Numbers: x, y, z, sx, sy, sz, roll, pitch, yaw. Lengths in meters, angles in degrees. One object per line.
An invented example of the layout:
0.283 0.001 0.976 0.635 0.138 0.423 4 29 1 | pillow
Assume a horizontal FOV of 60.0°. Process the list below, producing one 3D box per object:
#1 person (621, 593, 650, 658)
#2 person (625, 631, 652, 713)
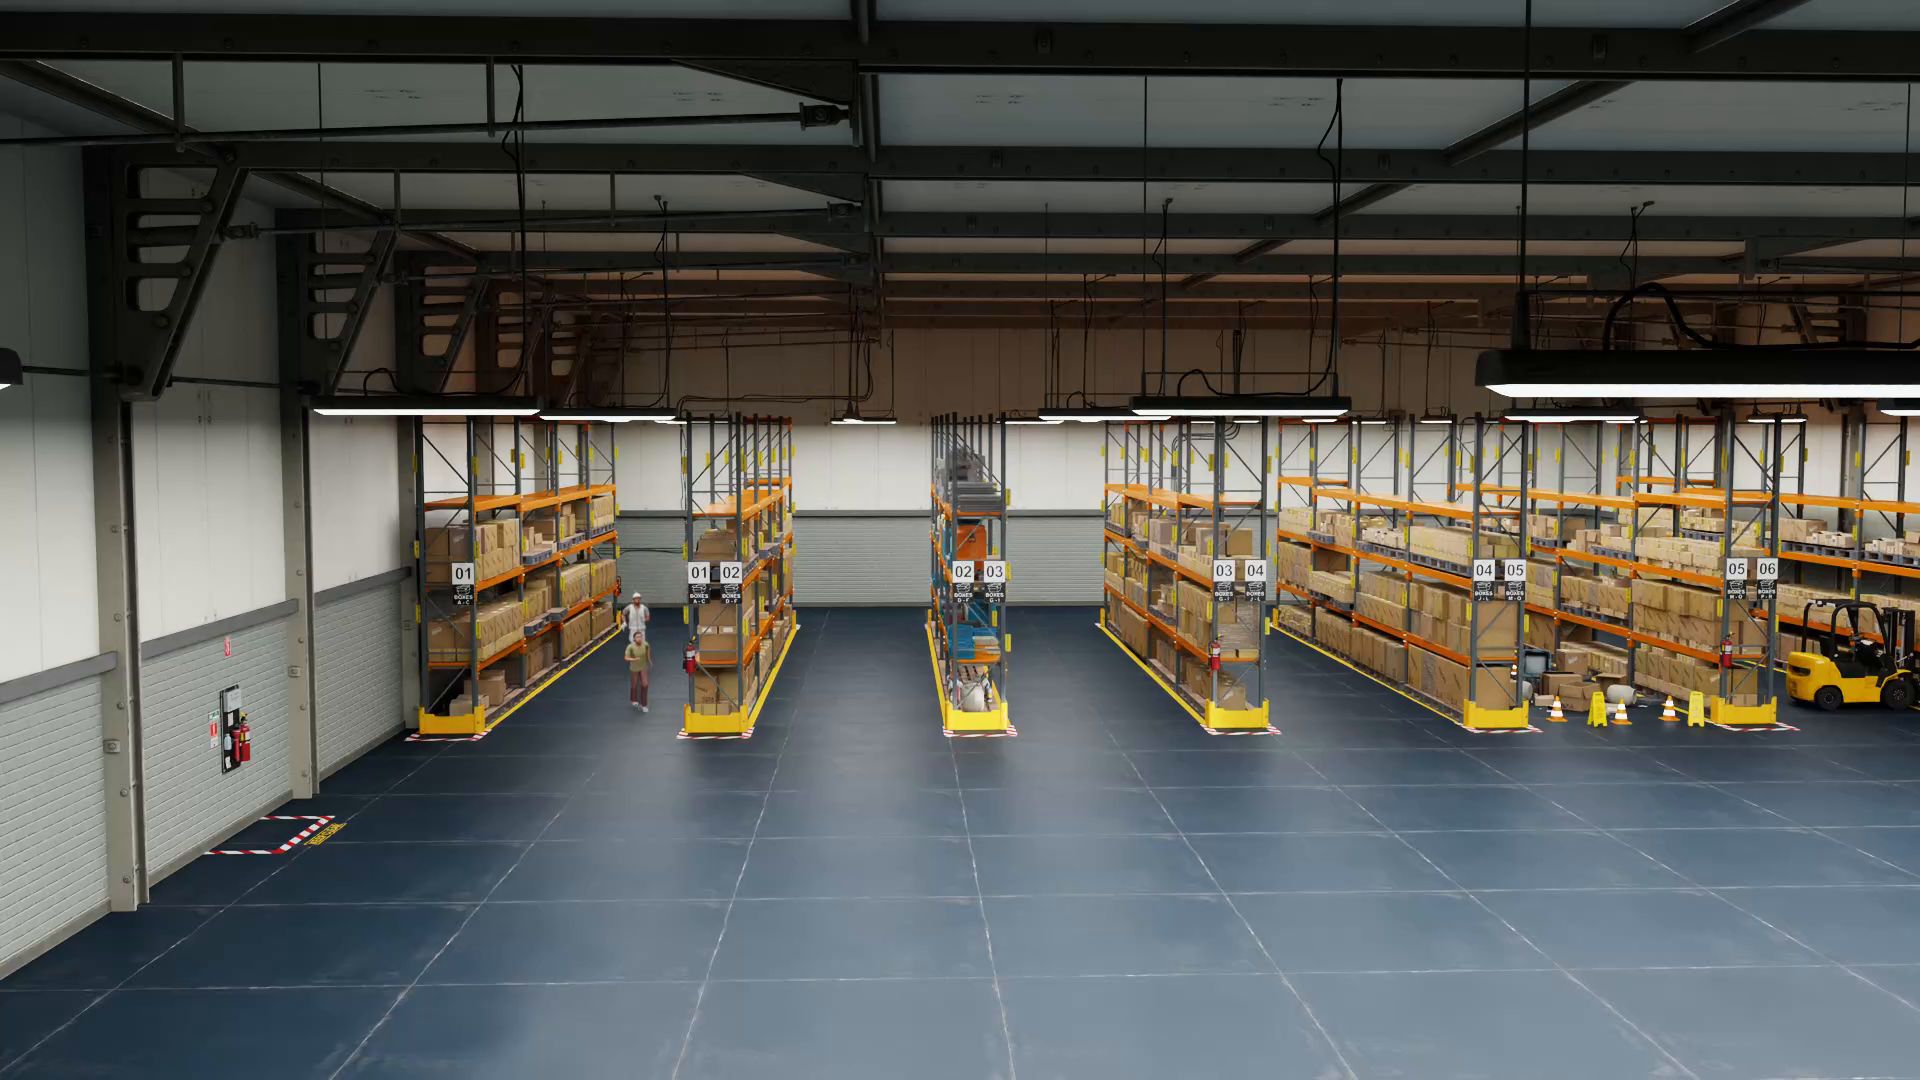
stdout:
-7.657 2.148 39.383 0.649 1.782 0.694 -1 4 -18 | person
-6.483 2.627 33.516 0.574 1.640 0.919 -1 4 -19 | person
